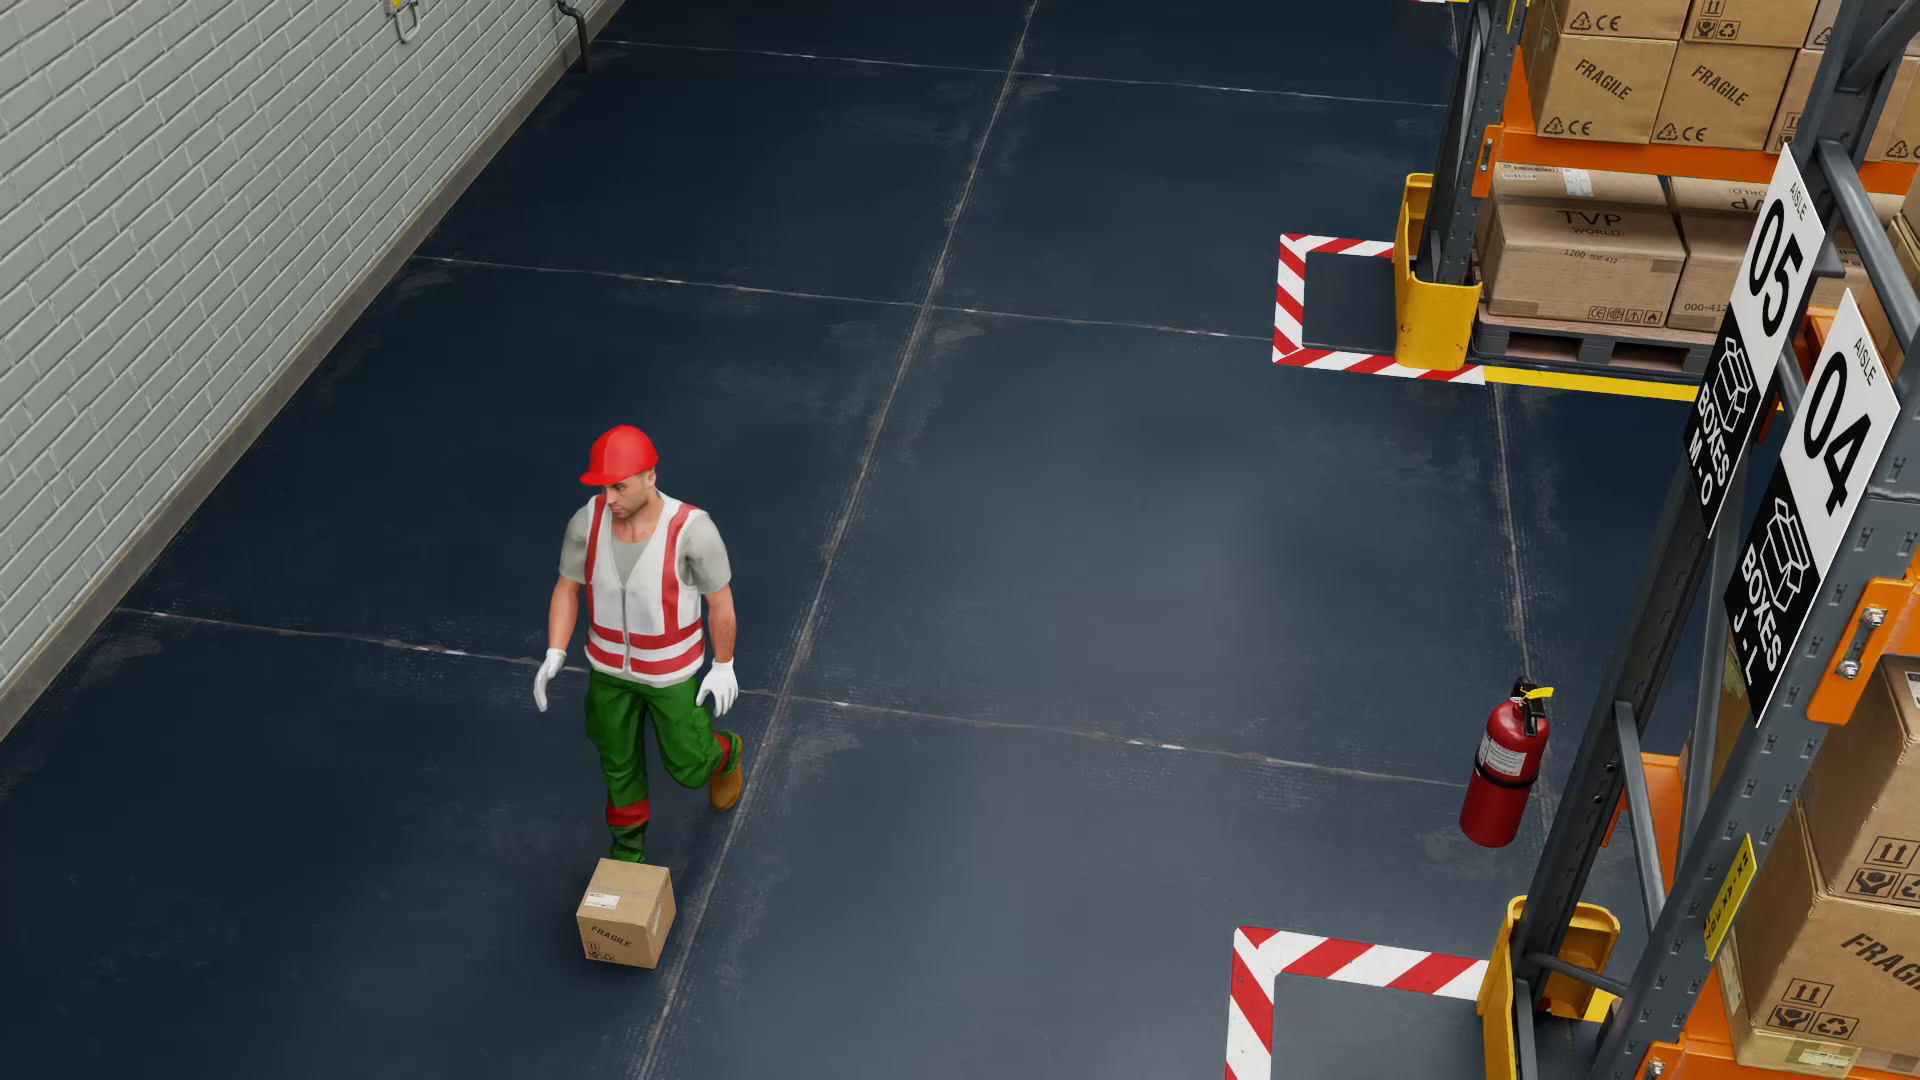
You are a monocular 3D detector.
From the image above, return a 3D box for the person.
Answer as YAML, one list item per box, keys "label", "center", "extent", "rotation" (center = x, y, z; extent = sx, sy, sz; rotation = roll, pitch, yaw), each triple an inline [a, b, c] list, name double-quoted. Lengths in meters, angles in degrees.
- label: "person"
  center: [-1.082, 0.470, 5.599]
  extent: [0.619, 1.733, 0.848]
  rotation: [11, 41, 12]
